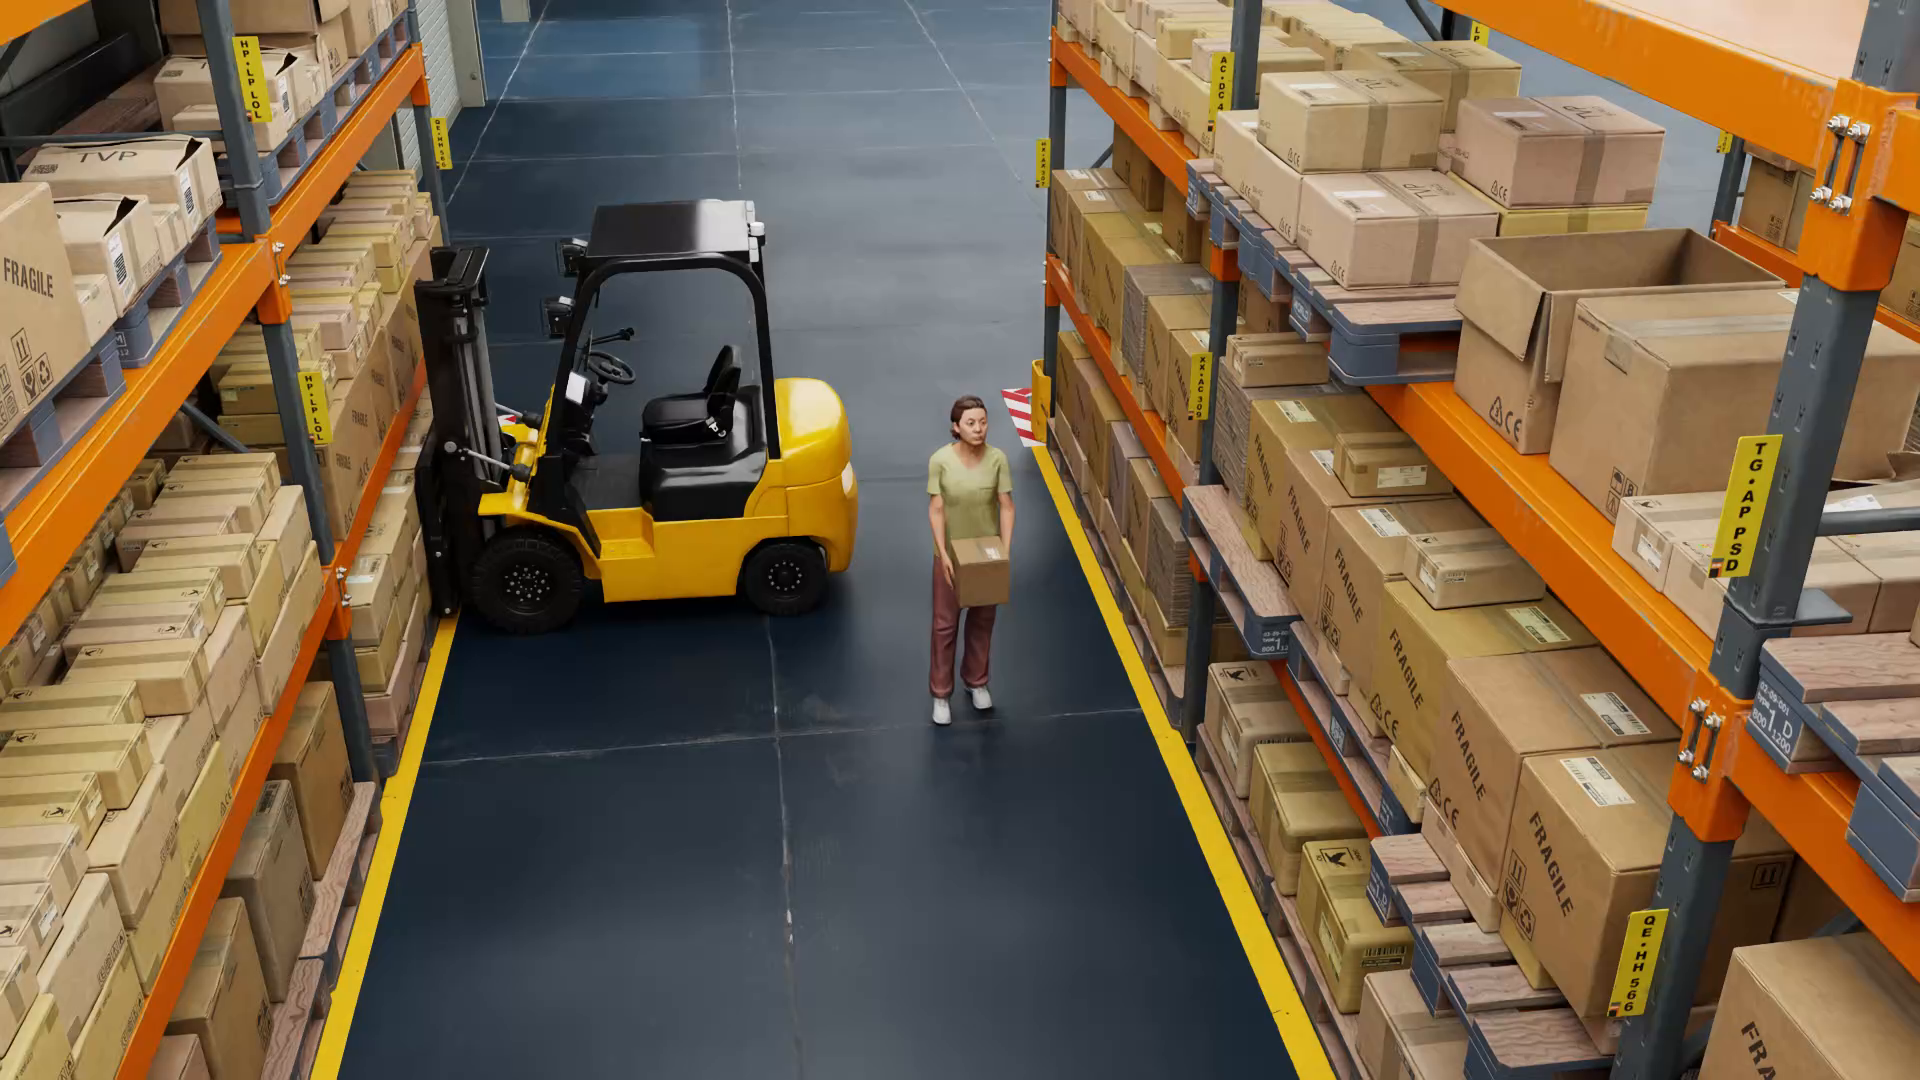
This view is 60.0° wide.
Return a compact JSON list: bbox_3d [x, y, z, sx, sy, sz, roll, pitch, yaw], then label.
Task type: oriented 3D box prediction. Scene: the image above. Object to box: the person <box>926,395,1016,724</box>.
[{"bbox_3d":[0.058,0.092,8.433,0.465,1.676,0.514,-5,28,-9],"label":"person"}]
